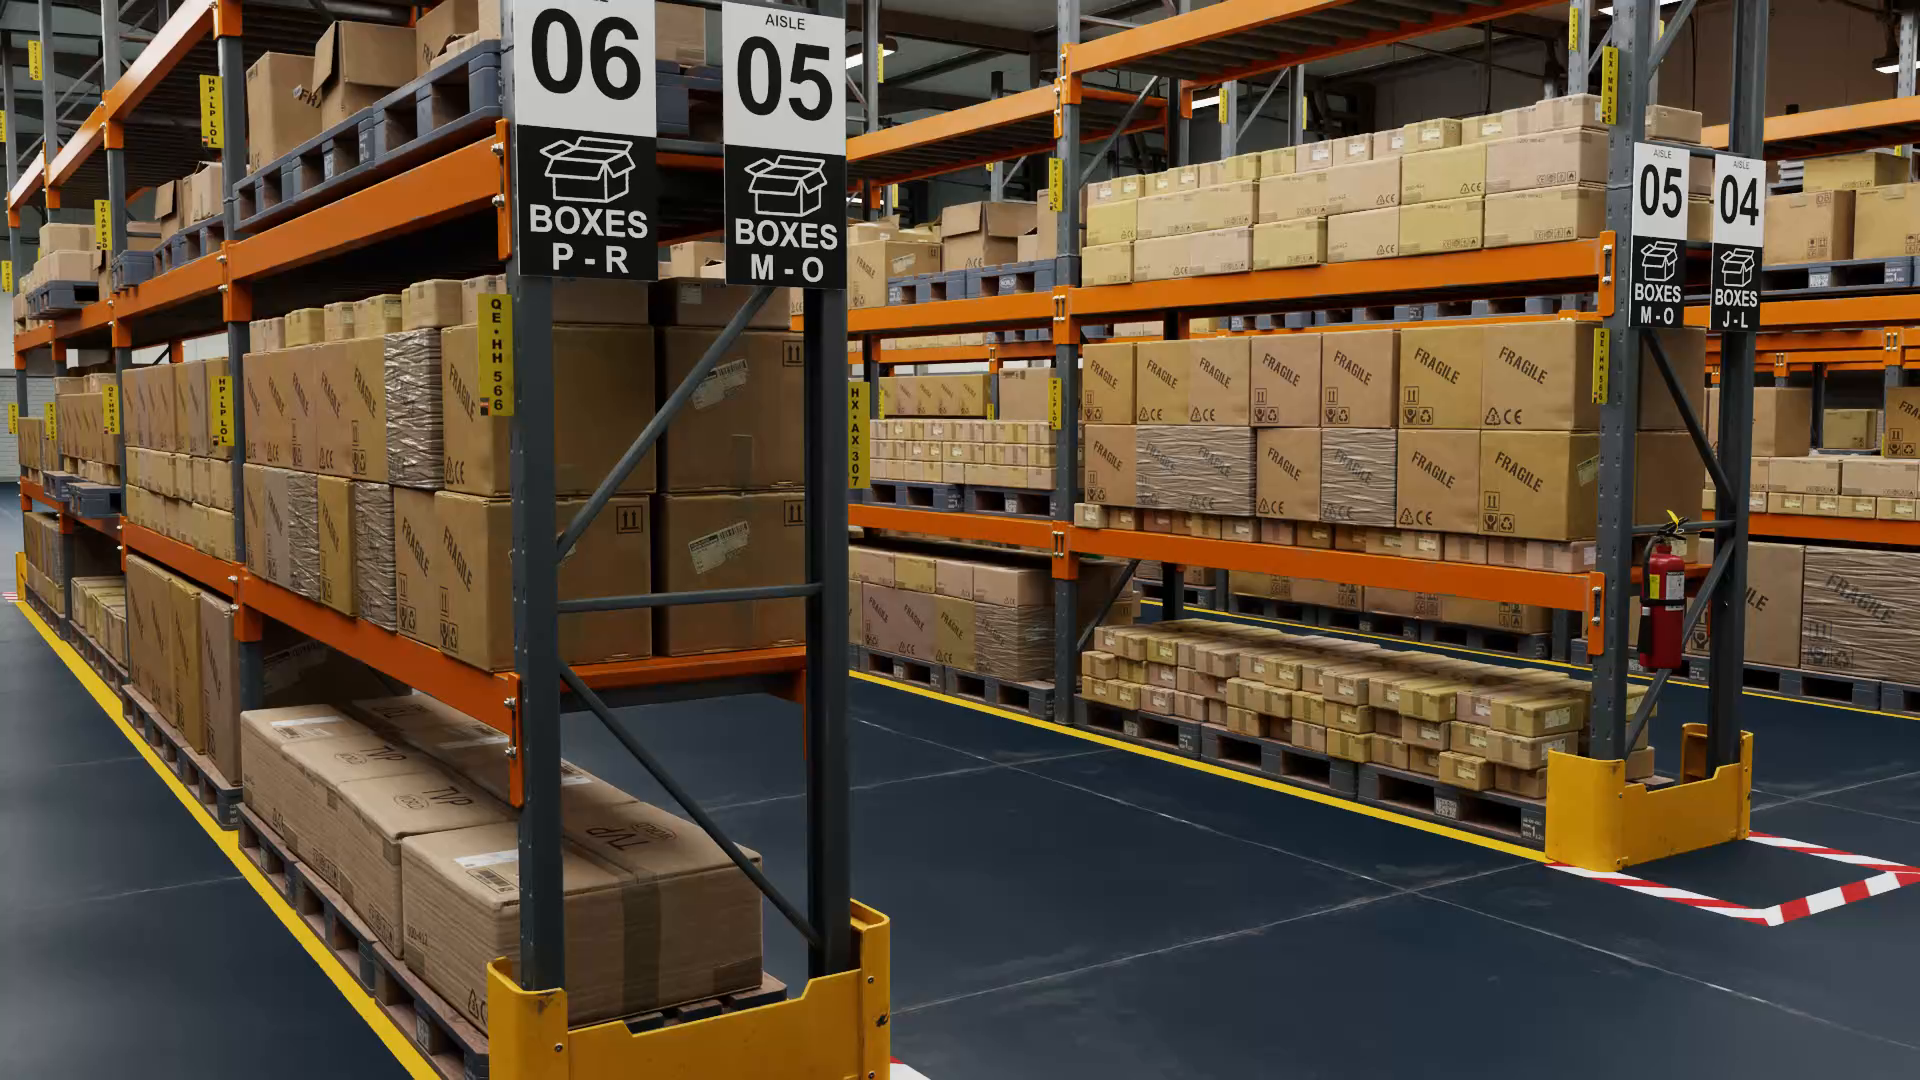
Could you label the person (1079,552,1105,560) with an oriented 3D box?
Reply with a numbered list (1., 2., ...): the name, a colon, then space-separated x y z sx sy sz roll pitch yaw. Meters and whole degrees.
1. person: 1.201 -0.113 16.054 0.346 1.780 0.527 -3 5 -33
